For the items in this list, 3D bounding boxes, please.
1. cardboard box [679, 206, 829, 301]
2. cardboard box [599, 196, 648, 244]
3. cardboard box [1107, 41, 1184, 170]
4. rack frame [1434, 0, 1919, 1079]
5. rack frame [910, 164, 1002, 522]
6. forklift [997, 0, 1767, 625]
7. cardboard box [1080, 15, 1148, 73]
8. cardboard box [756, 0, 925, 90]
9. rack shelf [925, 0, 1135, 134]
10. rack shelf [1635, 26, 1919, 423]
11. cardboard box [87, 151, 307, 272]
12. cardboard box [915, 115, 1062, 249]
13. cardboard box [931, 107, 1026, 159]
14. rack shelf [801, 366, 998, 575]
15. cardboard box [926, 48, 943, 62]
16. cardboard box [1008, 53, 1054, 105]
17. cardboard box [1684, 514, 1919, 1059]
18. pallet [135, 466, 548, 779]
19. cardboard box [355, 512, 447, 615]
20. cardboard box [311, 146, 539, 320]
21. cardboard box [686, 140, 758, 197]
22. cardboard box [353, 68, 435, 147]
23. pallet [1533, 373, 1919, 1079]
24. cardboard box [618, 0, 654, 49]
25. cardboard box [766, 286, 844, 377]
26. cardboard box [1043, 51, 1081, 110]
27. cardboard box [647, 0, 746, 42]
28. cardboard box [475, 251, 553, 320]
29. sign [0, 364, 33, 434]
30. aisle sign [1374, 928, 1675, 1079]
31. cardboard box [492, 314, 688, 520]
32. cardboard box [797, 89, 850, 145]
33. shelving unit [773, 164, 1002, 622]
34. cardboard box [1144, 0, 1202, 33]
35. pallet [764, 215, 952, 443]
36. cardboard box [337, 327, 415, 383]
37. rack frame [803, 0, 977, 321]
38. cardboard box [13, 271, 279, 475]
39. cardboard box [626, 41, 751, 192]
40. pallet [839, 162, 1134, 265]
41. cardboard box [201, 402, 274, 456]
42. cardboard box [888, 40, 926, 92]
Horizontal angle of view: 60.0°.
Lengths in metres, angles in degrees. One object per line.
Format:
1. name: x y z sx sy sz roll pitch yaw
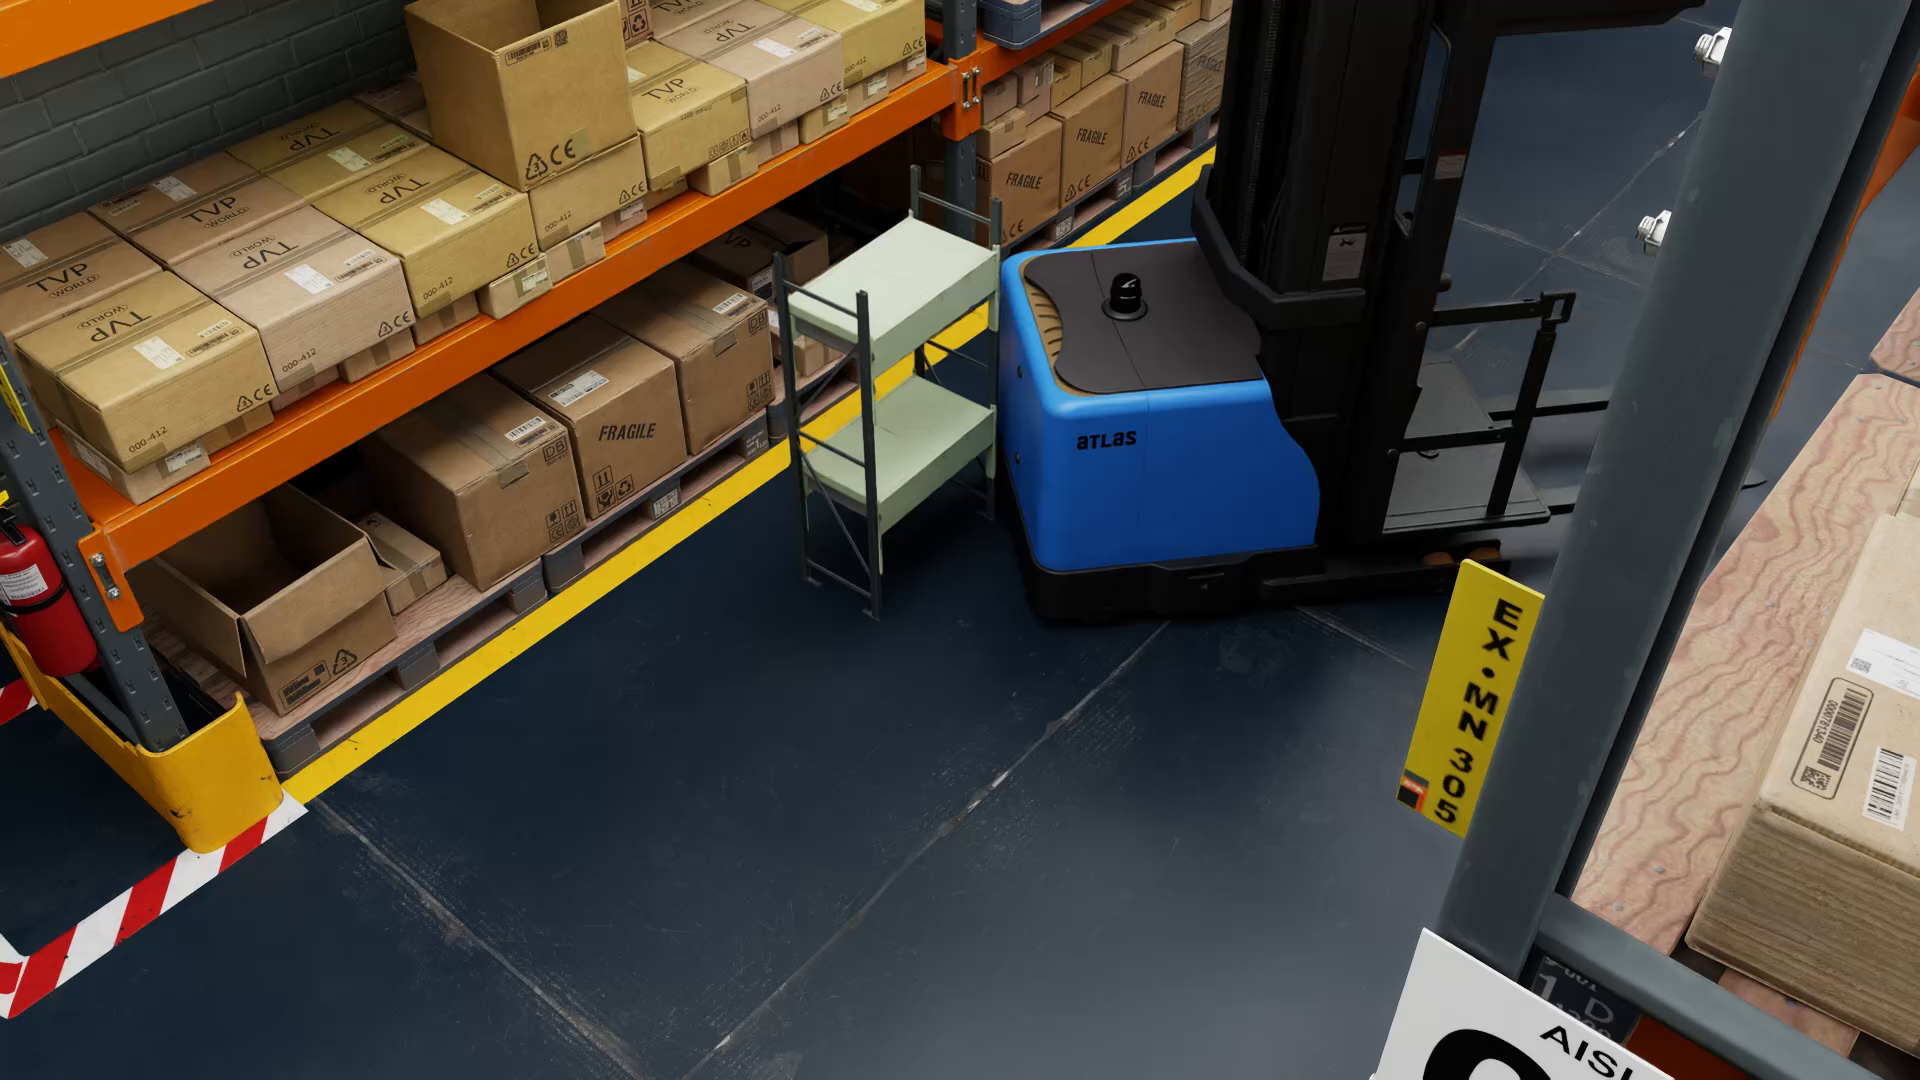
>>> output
1. cardboard box: -0.955 -1.322 7.660 0.500 0.311 0.500 31 51 30
2. cardboard box: -1.368 -1.246 6.077 0.380 0.149 0.250 29 50 28
3. cardboard box: 0.794 -2.315 8.612 0.500 0.500 0.500 28 49 27
4. rack frame: 0.878 -0.412 0.514 1.000 3.000 0.127 29 50 28
5. rack frame: -0.016 -0.716 6.422 0.400 1.500 0.023 27 49 27
6. forklift: 1.700 -1.223 5.916 3.031 2.935 1.130 -6 43 -7
7. cardboard box: 0.716 -2.512 8.346 0.380 0.149 0.250 29 50 28
8. cardboard box: -0.490 -2.086 6.704 0.500 0.250 0.500 31 51 29
9. rack shelf: 0.938 -3.162 8.533 1.077 0.370 4.000 29 50 28
10. rack shelf: 2.165 -1.027 2.023 1.077 0.370 4.000 29 50 28
11. cardboard box: -2.498 -1.010 5.522 0.500 0.250 0.500 30 50 29
12. cardboard box: 0.134 -1.781 8.025 0.500 0.500 0.500 32 51 30
13. cardboard box: 0.085 -1.939 7.716 0.380 0.149 0.250 32 51 30
14. rack shelf: -0.240 -0.280 6.427 0.431 0.370 0.720 27 49 27
15. cardboard box: -0.168 -2.322 8.137 0.380 0.149 0.250 30 50 28
16. cardboard box: 0.216 -2.203 7.786 0.380 0.149 0.250 27 49 27
17. cardboard box: 1.099 0.291 1.696 0.500 0.250 0.500 25 48 25
18. pallet: -2.362 0.243 6.327 1.003 0.211 1.213 29 50 28
19. cardboard box: -2.154 0.084 6.234 0.380 0.149 0.250 28 49 27
20. cardboard box: -1.777 -1.033 5.547 0.500 0.250 0.500 29 49 28
21. cardboard box: -0.993 -1.478 6.332 0.380 0.149 0.250 29 50 28
22. cardboard box: -1.839 -1.533 6.096 0.500 0.250 0.500 29 50 28
23. pallet: 1.347 0.344 1.978 1.003 0.211 1.213 29 50 28
24. cardboard box: -1.511 -2.079 6.140 0.500 0.500 0.500 28 49 27
25. cardboard box: -0.713 -0.945 7.279 0.396 0.266 0.258 31 51 30
26. cardboard box: 0.361 -2.252 8.061 0.380 0.149 0.250 27 49 26
27. cardboard box: -1.192 -2.054 6.670 0.500 0.250 0.500 29 50 28
28. cardboard box: -1.635 -0.939 5.739 0.380 0.149 0.250 28 49 27
29. sign: -2.508 -0.425 4.344 0.100 0.325 0.005 29 50 28
30. aisle sign: 0.594 0.749 1.764 0.394 0.787 0.004 29 50 28
31. cardboard box: -1.461 -0.496 6.612 0.500 0.500 0.500 30 50 29
32. cardboard box: -0.661 -1.745 6.626 0.380 0.149 0.250 31 51 29
33. shelving unit: -0.240 -0.521 6.208 0.431 1.500 0.755 27 49 27
34. cardboard box: 1.029 -2.790 8.652 0.380 0.149 0.250 30 50 29
35. pallet: -0.792 -1.014 7.708 1.003 0.211 1.213 29 50 28
36. cardboard box: -2.022 -0.702 5.479 0.380 0.149 0.250 31 51 30
37. rack frame: -0.349 -2.399 7.159 1.000 3.000 0.127 29 50 28
38. cardboard box: -2.425 -0.511 4.972 0.500 0.250 0.500 30 50 29
39. cardboard box: -1.133 -1.570 6.137 0.500 0.250 0.500 29 50 28
40. pallet: 0.145 -1.802 8.575 1.003 0.211 1.213 29 50 28
41. cardboard box: -2.374 -0.448 5.199 0.380 0.149 0.250 31 51 29
42. cardboard box: -0.361 -2.032 6.942 0.380 0.149 0.250 30 50 29
